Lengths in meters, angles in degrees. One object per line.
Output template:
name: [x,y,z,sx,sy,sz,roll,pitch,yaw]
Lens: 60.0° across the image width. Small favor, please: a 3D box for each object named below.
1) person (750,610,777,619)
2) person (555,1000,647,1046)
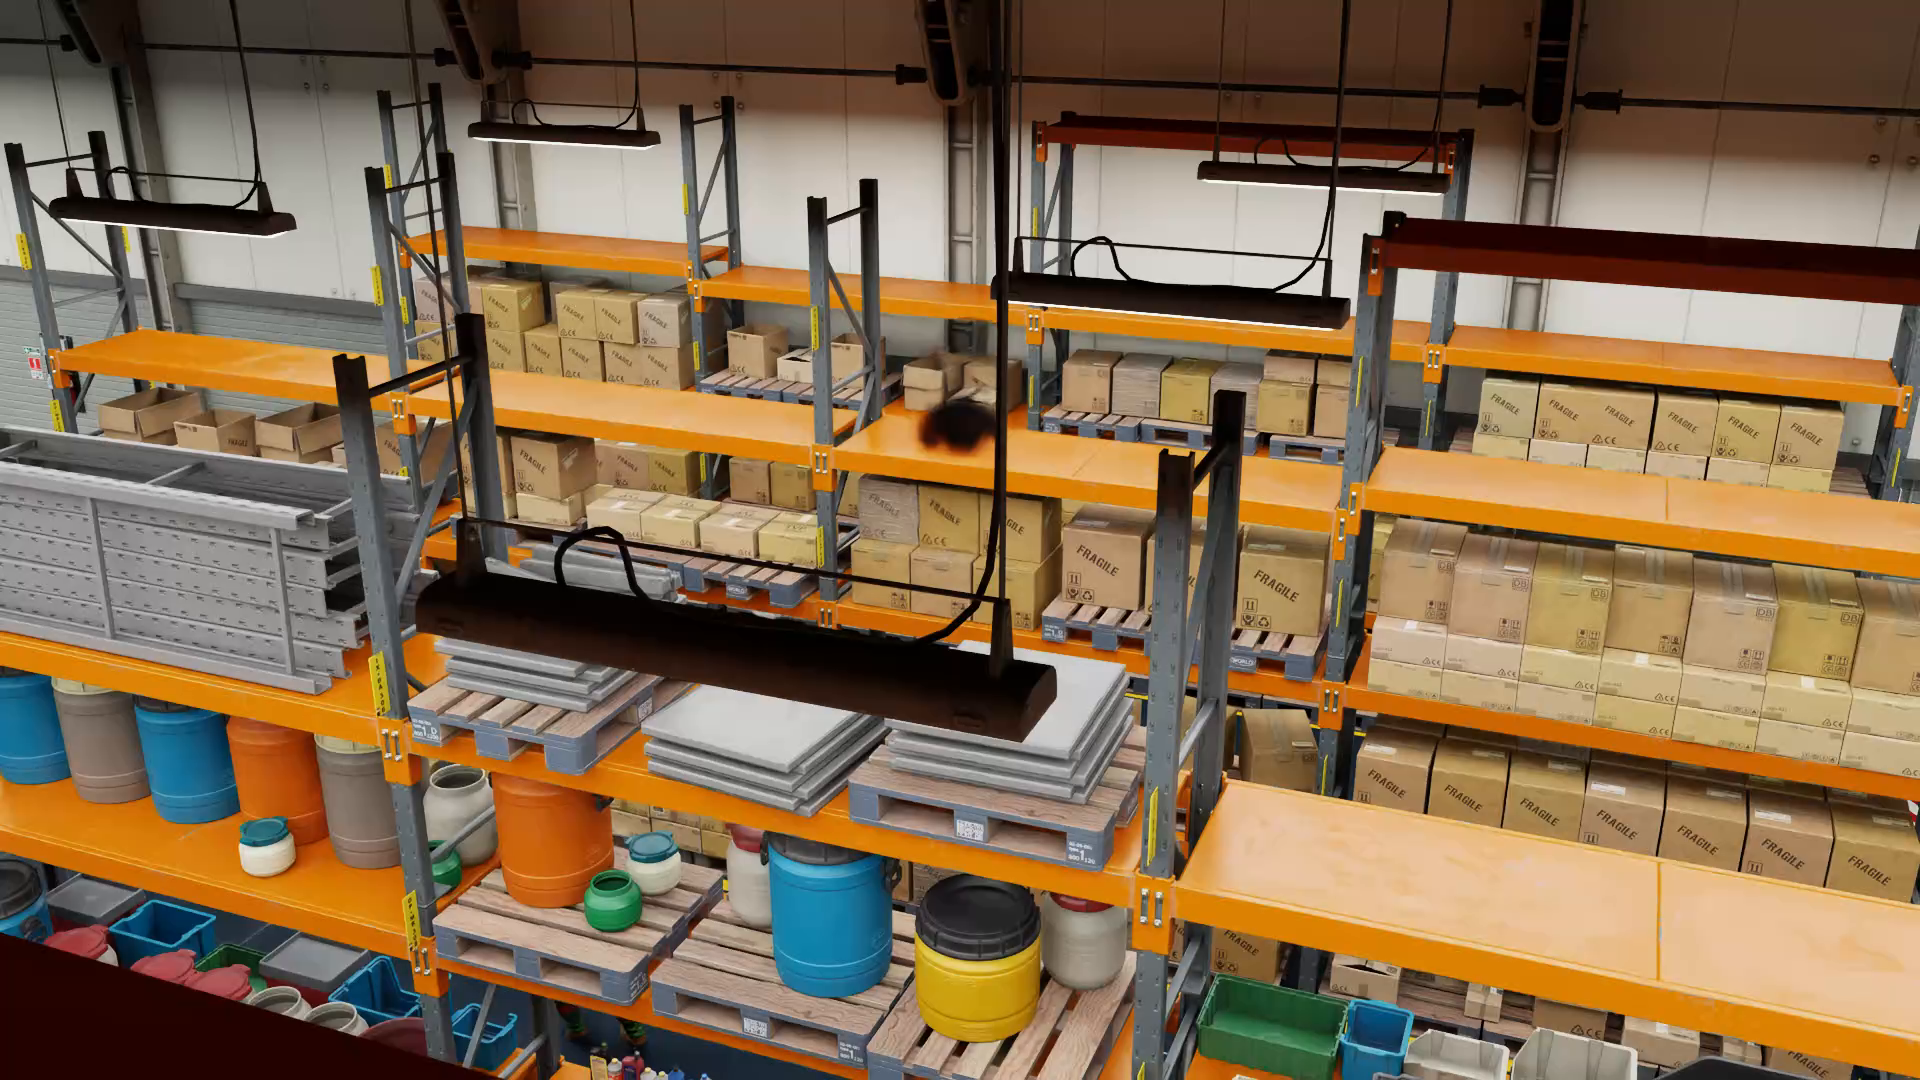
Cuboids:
person: [-1.854,1.463,16.375,0.755,1.637,0.605,-7,22,-18]
person: [-2.761,3.015,12.018,0.700,1.800,0.734,12,24,29]
